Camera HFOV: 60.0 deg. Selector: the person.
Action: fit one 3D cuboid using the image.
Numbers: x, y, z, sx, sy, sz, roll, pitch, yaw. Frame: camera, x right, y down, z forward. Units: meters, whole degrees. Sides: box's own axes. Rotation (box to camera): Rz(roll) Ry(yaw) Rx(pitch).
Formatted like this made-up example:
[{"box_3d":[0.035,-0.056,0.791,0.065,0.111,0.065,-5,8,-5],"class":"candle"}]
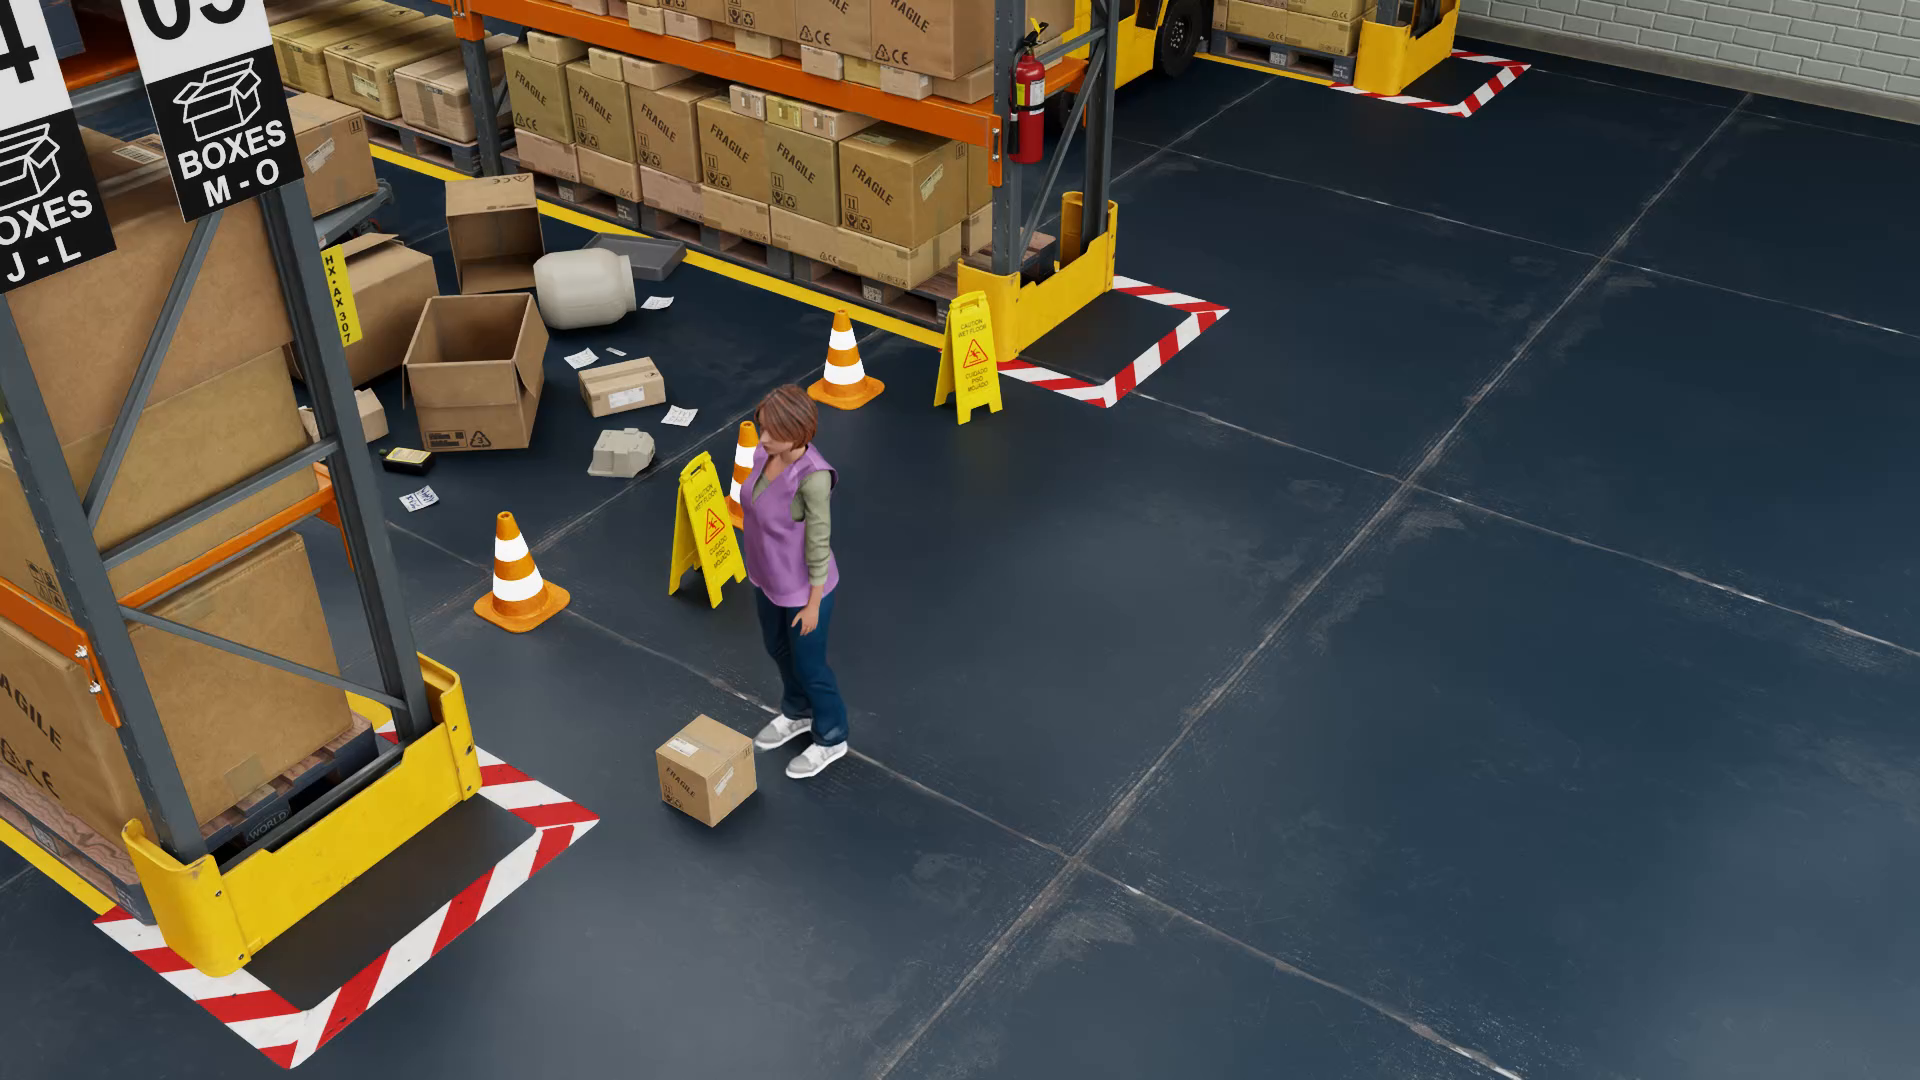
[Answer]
[{"box_3d":[-0.577,0.175,5.938,0.328,1.567,0.415,-23,41,-29],"class":"person"}]
